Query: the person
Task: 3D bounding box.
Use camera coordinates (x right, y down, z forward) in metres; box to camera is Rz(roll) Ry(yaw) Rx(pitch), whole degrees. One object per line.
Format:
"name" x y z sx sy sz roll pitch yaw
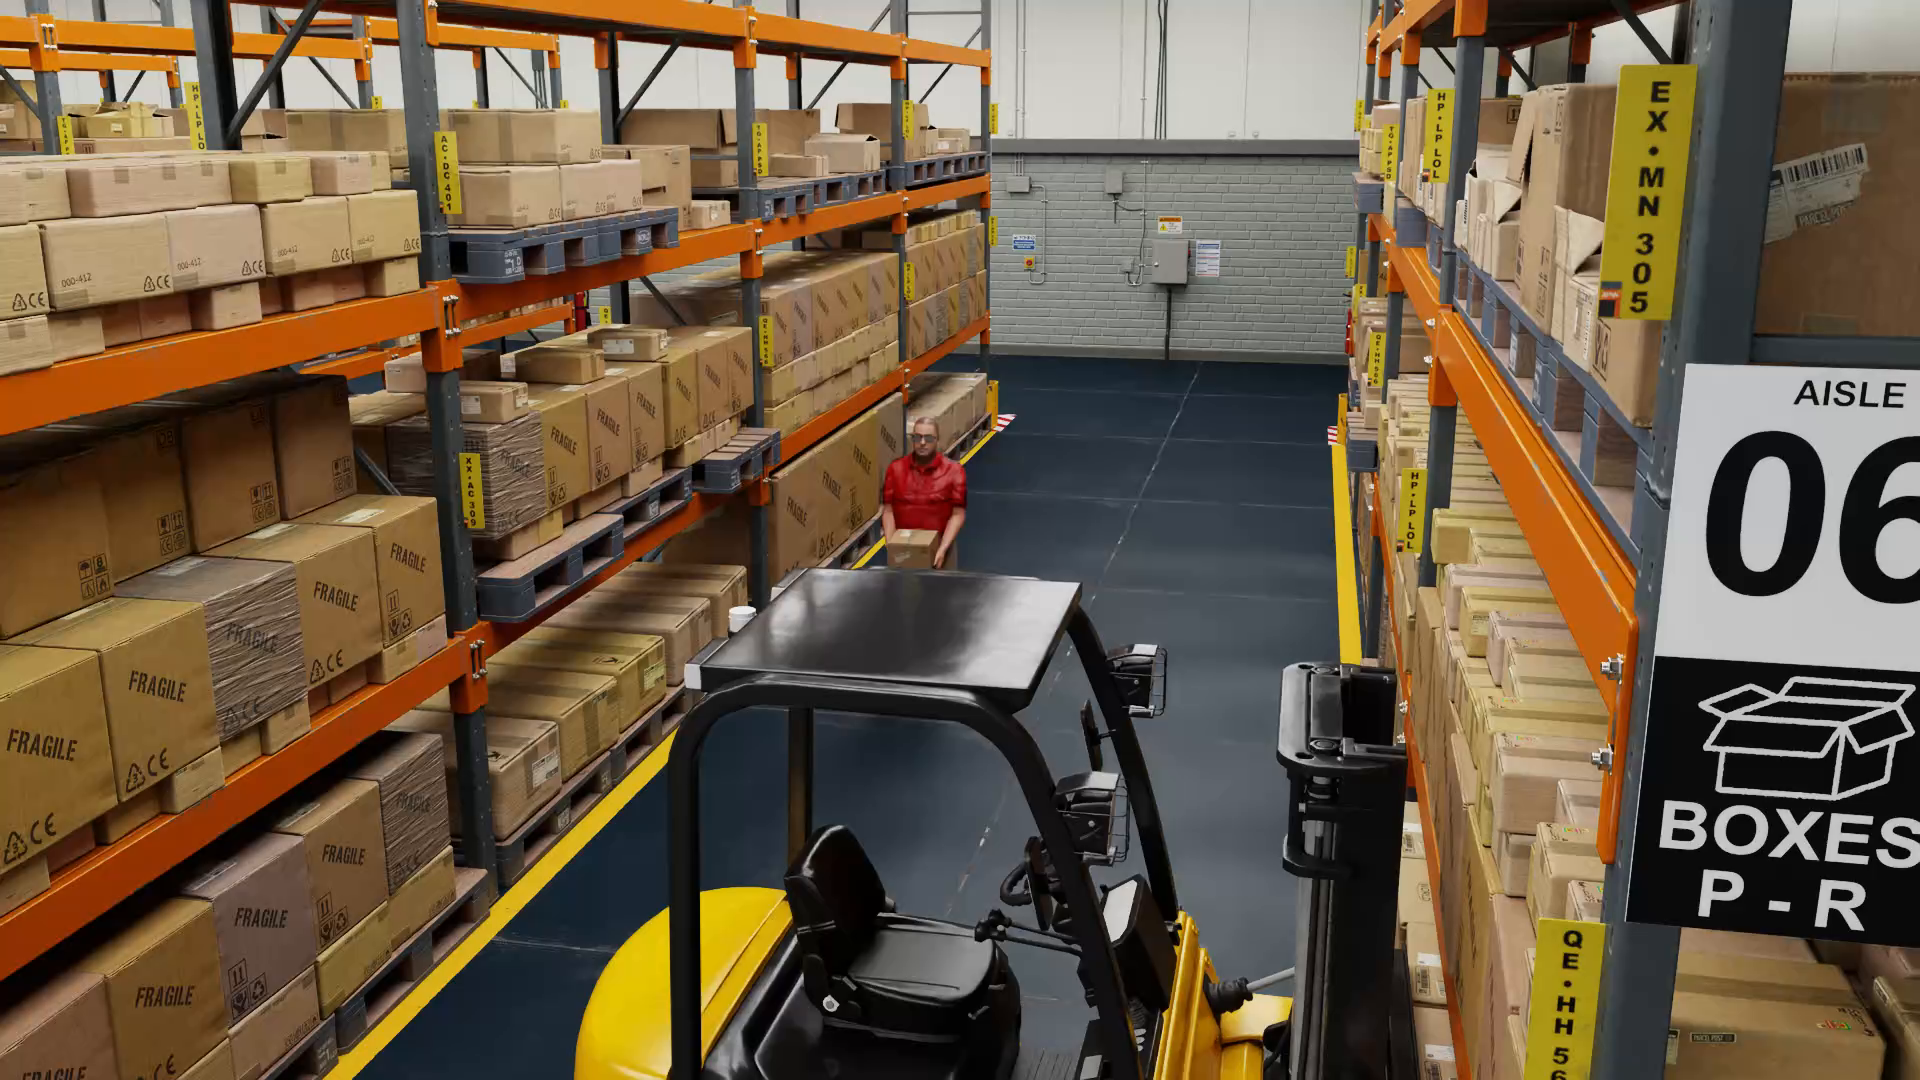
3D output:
"person" -0.230 0.127 10.039 0.524 1.730 0.507 3 15 11
